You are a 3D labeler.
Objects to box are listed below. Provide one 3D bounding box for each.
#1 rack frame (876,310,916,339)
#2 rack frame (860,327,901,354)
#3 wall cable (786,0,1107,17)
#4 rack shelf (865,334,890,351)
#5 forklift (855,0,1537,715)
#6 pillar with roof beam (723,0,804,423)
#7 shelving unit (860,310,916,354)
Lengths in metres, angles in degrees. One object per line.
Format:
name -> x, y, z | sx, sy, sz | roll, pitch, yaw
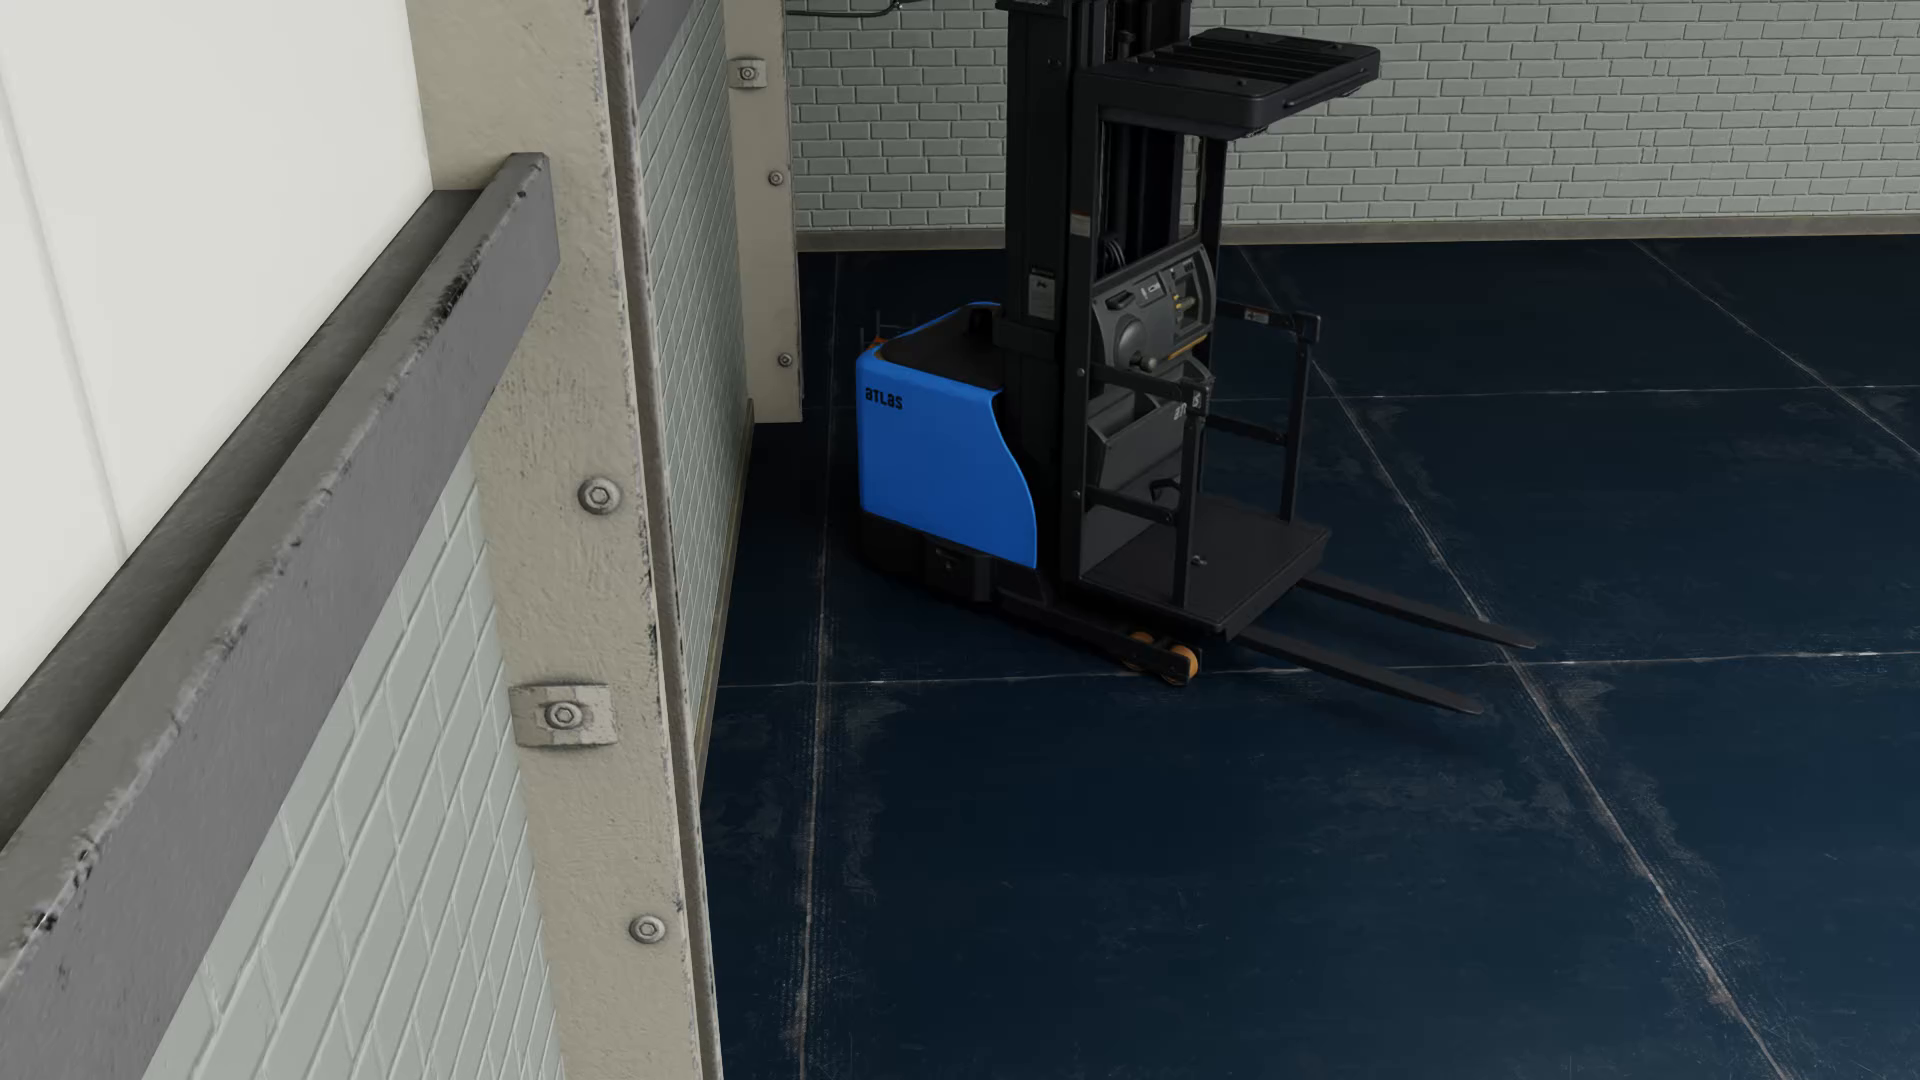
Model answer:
rack frame -> -0.312, -0.644, 8.349 | 0.200, 1.050, 0.008 | 7, 28, 14
rack frame -> -0.378, -0.535, 8.141 | 0.200, 1.050, 0.008 | 7, 28, 14
wall cable -> 0.095, -4.772, 11.026 | 3.097, 2.526, 0.112 | -1, 28, -3
rack shelf -> -0.345, -0.832, 8.118 | 0.215, 0.259, 0.240 | 7, 28, 14
forklift -> 0.996, -0.962, 6.925 | 3.031, 2.935, 1.130 | 19, 33, 32
pillar with roof beam -> 3.227, -4.860, 7.838 | 9.100, 9.000, 0.400 | -1, 28, -3
shelving unit -> -0.345, -0.589, 8.245 | 0.215, 1.050, 0.252 | 7, 28, 14
